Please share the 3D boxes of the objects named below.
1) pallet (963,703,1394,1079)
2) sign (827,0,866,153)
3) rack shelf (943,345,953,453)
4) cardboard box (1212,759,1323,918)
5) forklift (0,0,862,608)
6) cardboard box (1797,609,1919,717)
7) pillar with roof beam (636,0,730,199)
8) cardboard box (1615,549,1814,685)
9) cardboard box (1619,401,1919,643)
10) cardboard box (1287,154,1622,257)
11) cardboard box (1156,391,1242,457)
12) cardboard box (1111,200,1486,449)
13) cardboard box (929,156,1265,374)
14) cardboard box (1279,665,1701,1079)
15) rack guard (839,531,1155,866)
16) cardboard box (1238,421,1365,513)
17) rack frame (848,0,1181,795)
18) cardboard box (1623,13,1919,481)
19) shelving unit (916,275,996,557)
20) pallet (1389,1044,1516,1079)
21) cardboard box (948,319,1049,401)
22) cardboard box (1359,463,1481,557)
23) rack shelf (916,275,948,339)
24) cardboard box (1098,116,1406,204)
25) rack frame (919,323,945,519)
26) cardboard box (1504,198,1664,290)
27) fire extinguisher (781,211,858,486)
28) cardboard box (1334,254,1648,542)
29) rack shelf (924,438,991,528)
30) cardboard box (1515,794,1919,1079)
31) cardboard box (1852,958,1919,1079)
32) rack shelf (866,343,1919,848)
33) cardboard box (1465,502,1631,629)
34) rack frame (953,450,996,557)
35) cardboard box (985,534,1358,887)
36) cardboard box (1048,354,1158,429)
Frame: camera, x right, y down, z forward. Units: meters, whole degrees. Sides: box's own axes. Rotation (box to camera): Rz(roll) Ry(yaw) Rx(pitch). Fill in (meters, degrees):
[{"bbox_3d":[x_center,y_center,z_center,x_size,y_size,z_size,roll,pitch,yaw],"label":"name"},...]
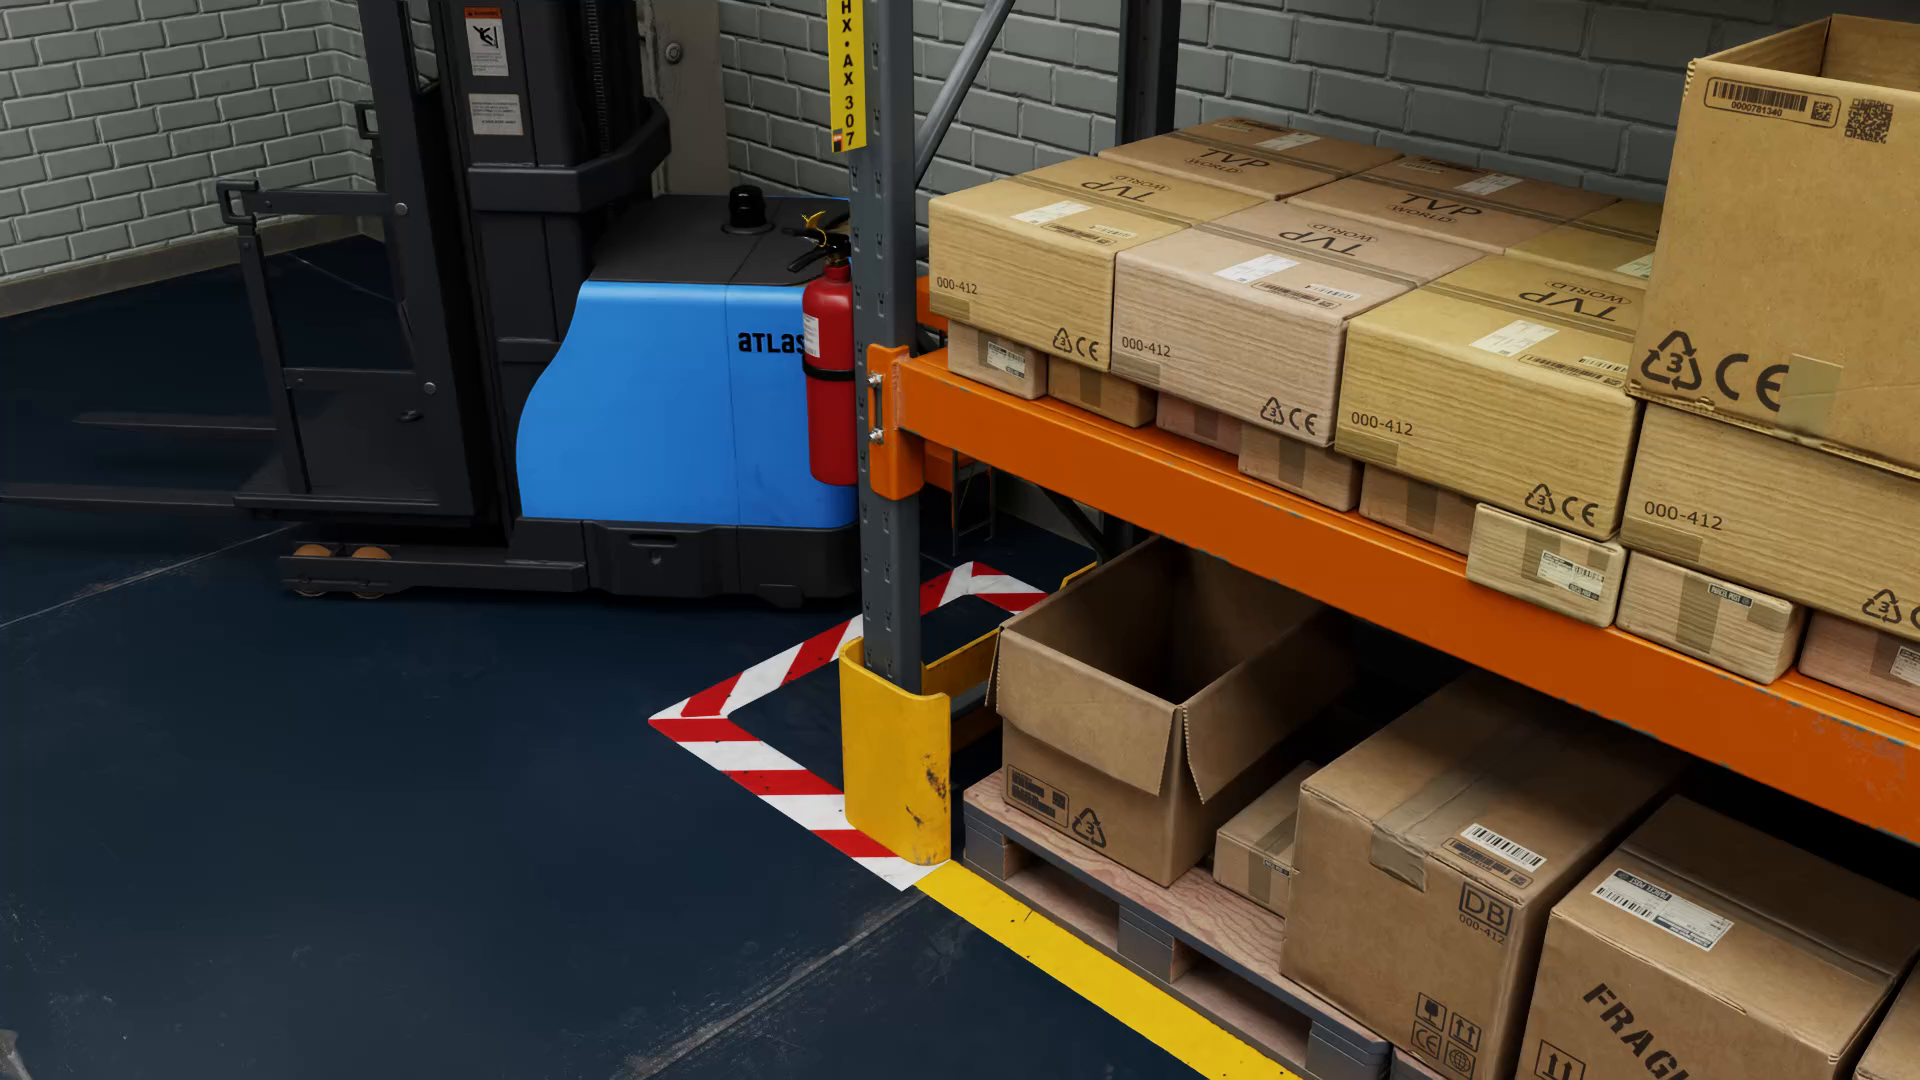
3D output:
[{"bbox_3d":[0.772,0.751,4.096,1.213,0.211,1.003,25,36,38],"label":"pallet"},{"bbox_3d":[-0.231,-0.971,3.444,0.005,0.325,0.100,25,36,38],"label":"sign"},{"bbox_3d":[-0.038,-0.473,5.544,0.240,0.259,0.215,25,36,38],"label":"rack shelf"},{"bbox_3d":[0.794,0.690,3.826,0.250,0.149,0.380,23,35,37],"label":"cardboard box"},{"bbox_3d":[-1.781,-1.348,5.164,3.031,2.935,1.130,2,28,4],"label":"forklift"},{"bbox_3d":[1.509,0.118,2.572,0.250,0.149,0.380,24,36,38],"label":"cardboard box"},{"bbox_3d":[-4.160,-3.174,2.117,0.400,9.000,9.100,25,36,38],"label":"pillar with roof beam"},{"bbox_3d":[1.277,0.057,2.688,0.380,0.149,0.250,-24,36,-38],"label":"cardboard box"},{"bbox_3d":[1.387,-0.108,2.573,0.500,0.250,0.500,23,36,37],"label":"cardboard box"},{"bbox_3d":[1.030,-0.603,3.515,0.500,0.250,0.500,25,36,39],"label":"cardboard box"},{"bbox_3d":[0.617,-0.317,3.400,0.250,0.149,0.380,24,36,38],"label":"cardboard box"},{"bbox_3d":[0.643,-0.432,3.189,0.500,0.250,0.500,-25,37,-39],"label":"cardboard box"},{"bbox_3d":[0.284,-0.596,3.502,0.500,0.250,0.500,25,37,39],"label":"cardboard box"},{"bbox_3d":[1.101,0.675,3.478,0.700,0.500,0.500,-24,36,-37],"label":"cardboard box"},{"bbox_3d":[0.203,0.363,4.523,0.348,0.500,1.175,25,36,38],"label":"rack guard"},{"bbox_3d":[0.754,-0.214,3.204,0.380,0.149,0.250,-24,36,-38],"label":"cardboard box"},{"bbox_3d":[0.149,-0.768,3.988,0.127,3.000,1.000,25,36,38],"label":"rack frame"},{"bbox_3d":[1.353,-0.439,2.397,0.500,0.500,0.500,-24,36,-38],"label":"cardboard box"},{"bbox_3d":[-0.038,-0.482,5.539,0.252,1.050,0.215,25,36,38],"label":"shelving unit"},{"bbox_3d":[1.638,1.149,3.339,1.213,0.211,1.003,25,36,38],"label":"pallet"},{"bbox_3d":[0.191,-0.459,3.669,0.250,0.149,0.380,24,36,38],"label":"cardboard box"},{"bbox_3d":[0.947,-0.129,3.043,0.380,0.149,0.250,-25,36,-38],"label":"cardboard box"},{"bbox_3d":[-0.038,-0.724,5.412,0.240,0.259,0.215,25,36,38],"label":"rack shelf"},{"bbox_3d":[0.663,-0.772,3.836,0.500,0.250,0.500,-24,36,-38],"label":"cardboard box"},{"bbox_3d":[-0.125,-0.522,5.615,0.008,1.050,0.200,25,36,38],"label":"rack frame"},{"bbox_3d":[1.380,-0.440,3.205,0.500,0.250,0.500,-24,36,-38],"label":"cardboard box"},{"bbox_3d":[-0.280,-0.464,3.892,0.183,0.674,0.296,25,36,38],"label":"fire extinguisher"},{"bbox_3d":[1.007,-0.267,2.877,0.500,0.250,0.500,24,36,37],"label":"cardboard box"},{"bbox_3d":[-0.038,-0.227,5.673,0.240,0.259,0.215,25,36,38],"label":"rack shelf"},{"bbox_3d":[1.408,0.881,3.087,0.500,0.500,0.500,-24,36,-38],"label":"cardboard box"},{"bbox_3d":[1.841,1.014,2.834,0.500,0.500,0.700,23,35,37],"label":"cardboard box"},{"bbox_3d":[1.575,0.203,2.914,4.000,0.370,1.077,25,36,38],"label":"rack shelf"},{"bbox_3d":[1.075,-0.022,2.839,0.250,0.149,0.380,23,36,37],"label":"cardboard box"},{"bbox_3d":[0.049,-0.442,5.463,0.008,1.050,0.200,25,36,38],"label":"rack frame"},{"bbox_3d":[0.519,0.382,4.032,0.637,0.503,0.797,23,35,37],"label":"cardboard box"},{"bbox_3d":[0.405,-0.391,3.541,0.380,0.149,0.250,-24,36,-38],"label":"cardboard box"}]
